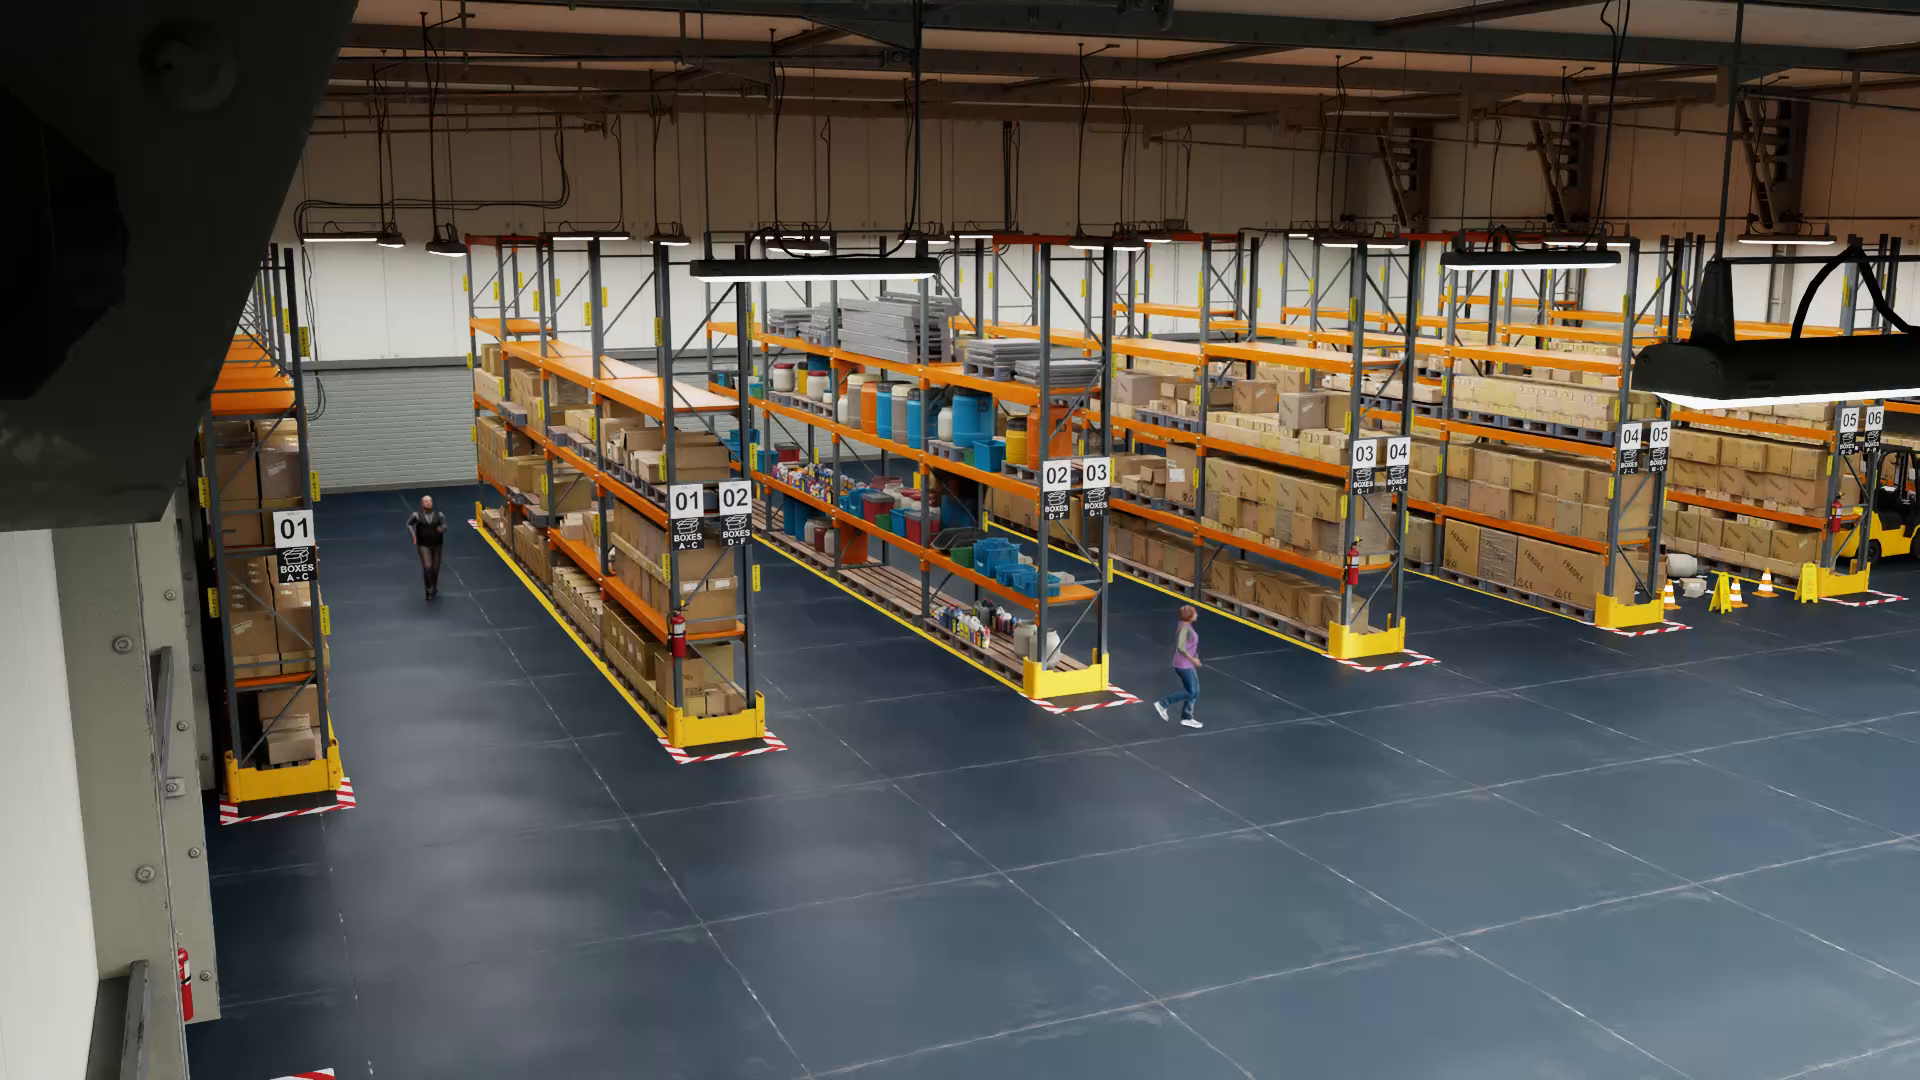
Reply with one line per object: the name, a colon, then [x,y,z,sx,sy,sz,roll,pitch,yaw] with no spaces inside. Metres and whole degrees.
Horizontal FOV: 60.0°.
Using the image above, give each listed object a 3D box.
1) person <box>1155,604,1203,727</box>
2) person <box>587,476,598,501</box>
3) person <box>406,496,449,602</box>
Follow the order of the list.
person: [2.767,1.580,20.916,0.609,1.584,0.564,1,11,6]
person: [-7.738,-1.245,35.098,0.632,1.653,0.919,-10,15,-42]
person: [-8.905,0.141,27.937,0.641,1.781,0.727,-6,13,-30]
